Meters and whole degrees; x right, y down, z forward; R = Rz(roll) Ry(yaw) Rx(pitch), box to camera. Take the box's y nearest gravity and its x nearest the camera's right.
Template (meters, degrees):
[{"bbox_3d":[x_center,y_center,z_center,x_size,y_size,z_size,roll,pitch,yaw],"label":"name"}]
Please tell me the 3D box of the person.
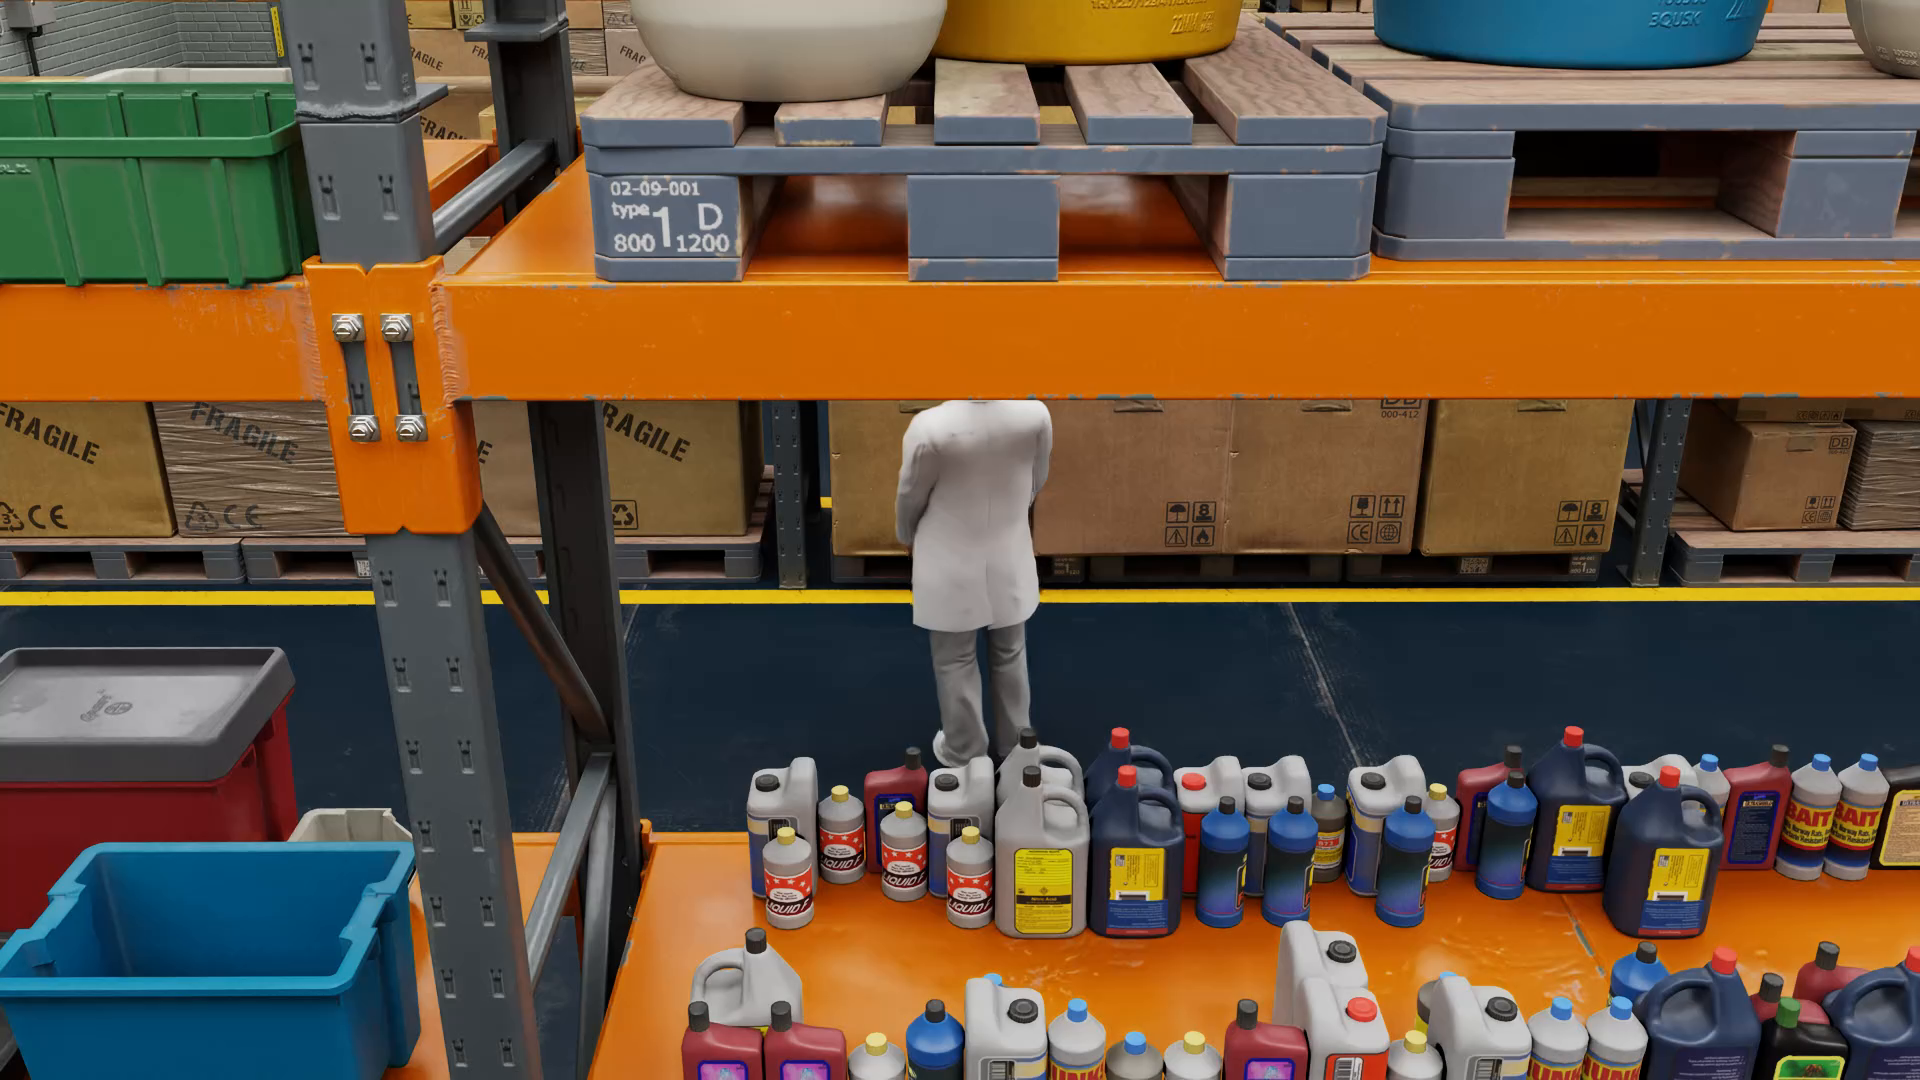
[{"bbox_3d":[0.042,0.048,5.990,0.607,1.783,0.469,-8,25,-18],"label":"person"}]
